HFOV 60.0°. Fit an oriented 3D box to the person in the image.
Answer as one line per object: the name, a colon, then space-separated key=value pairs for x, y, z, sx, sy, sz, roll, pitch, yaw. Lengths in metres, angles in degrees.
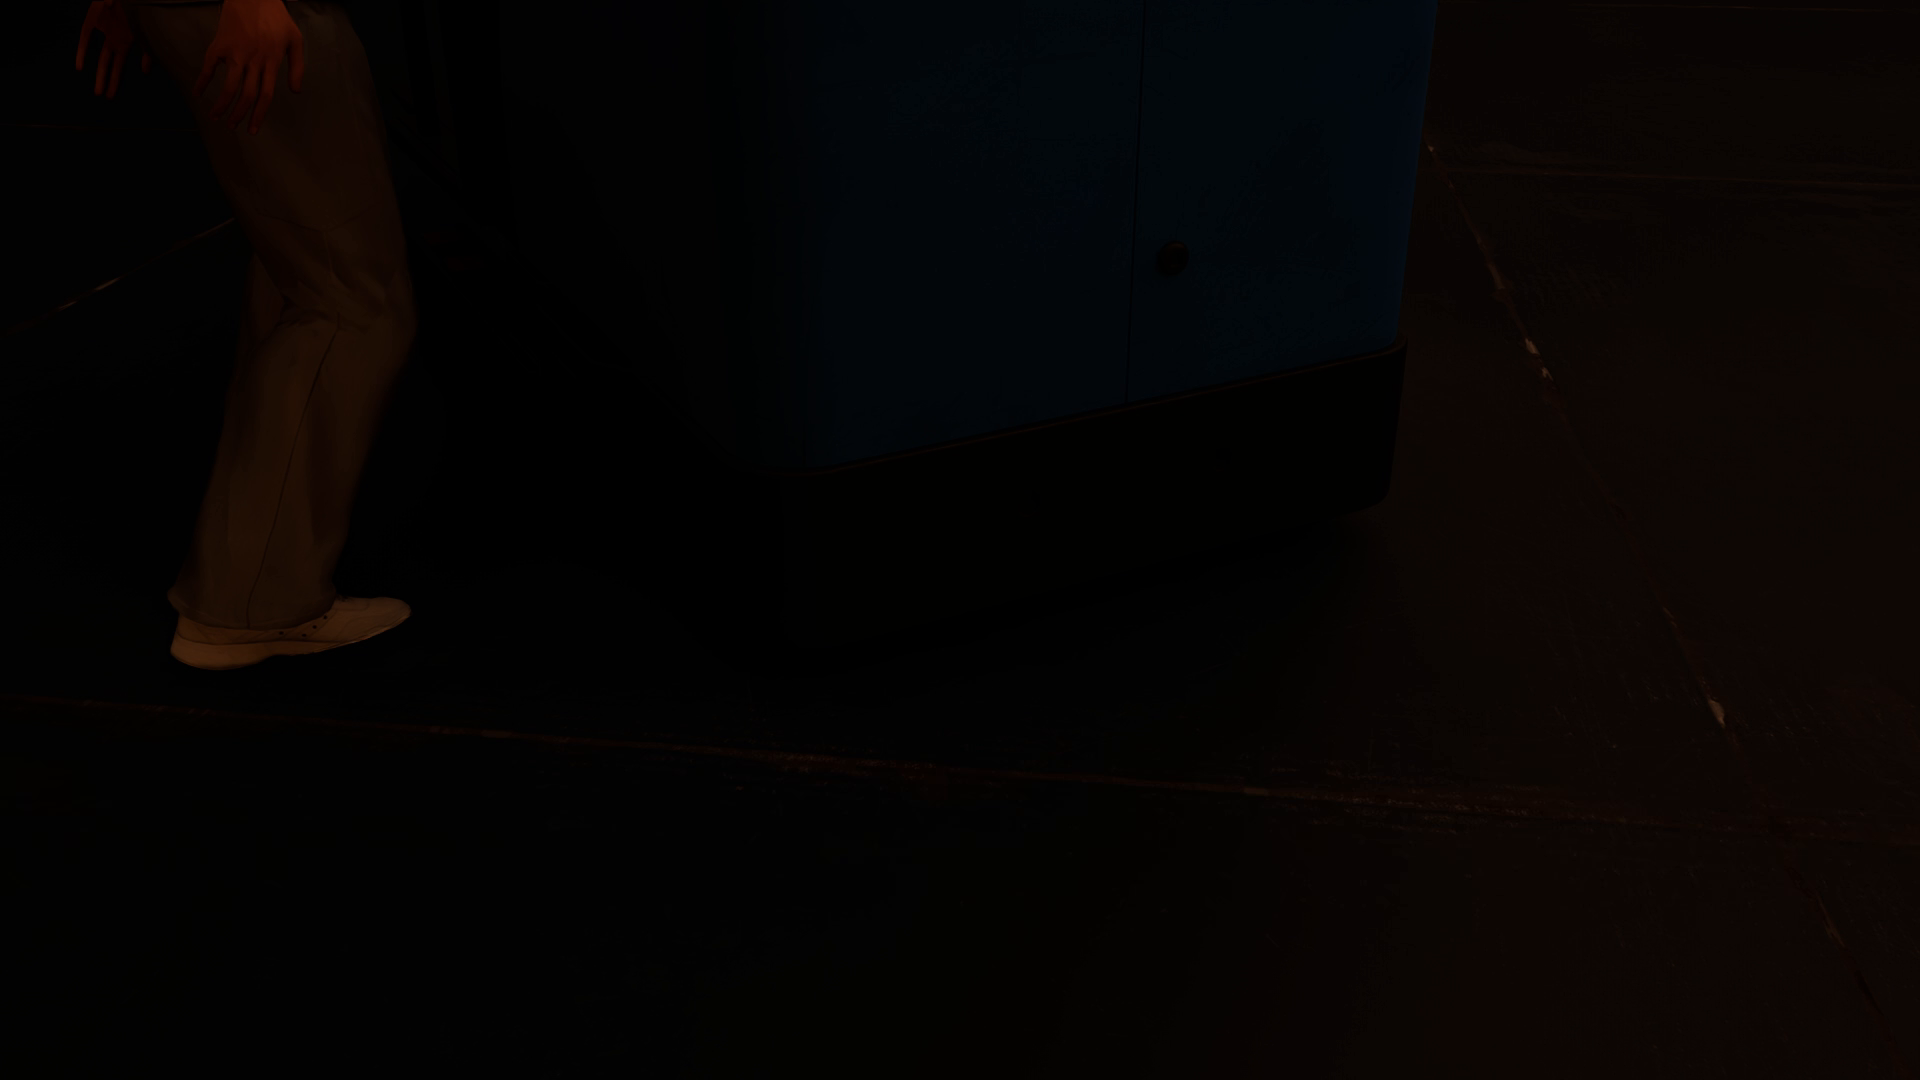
person: x=-0.916 y=-0.645 z=2.009 sx=0.424 sy=1.642 sz=0.799 roll=-16 pitch=31 yaw=-29

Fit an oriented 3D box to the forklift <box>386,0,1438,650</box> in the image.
forklift: x=-0.496 y=-1.798 z=2.822 sx=1.130 sy=2.935 sz=3.031 roll=-13 pitch=30 yaw=-25
